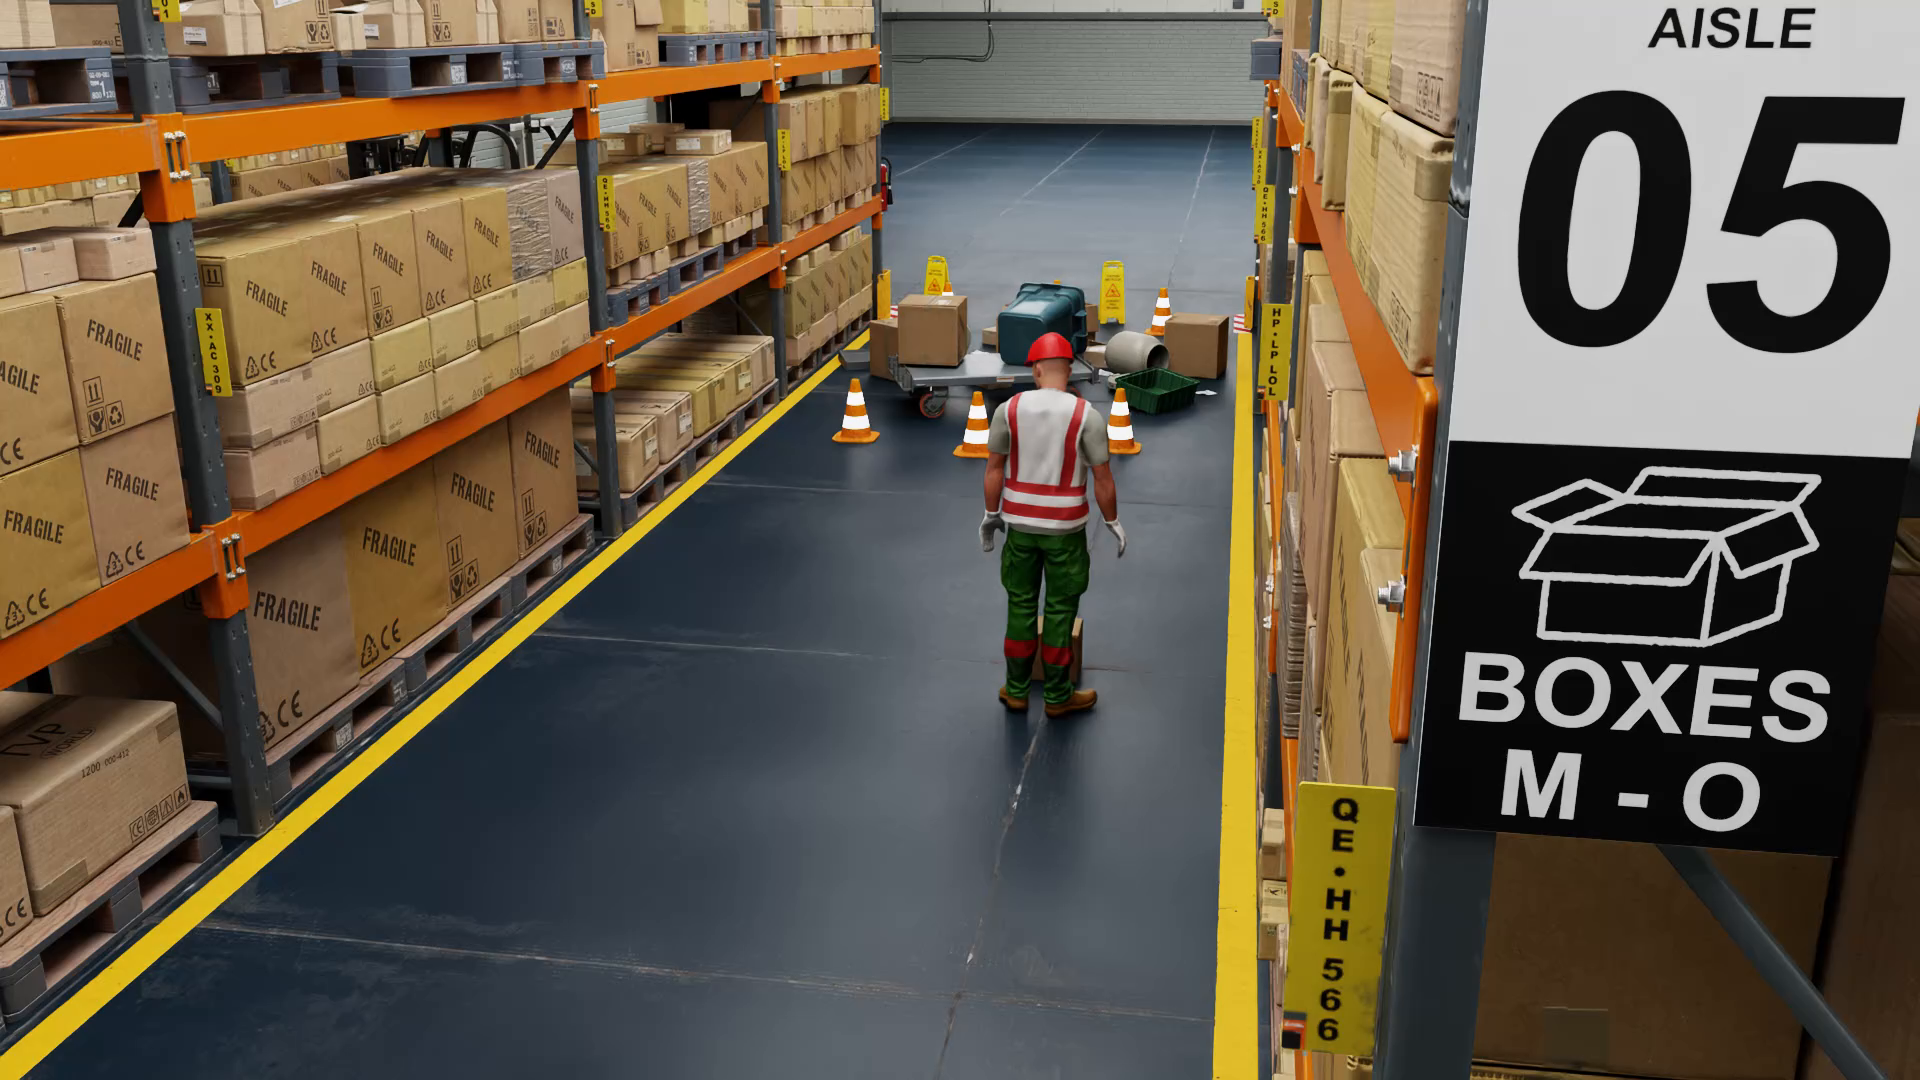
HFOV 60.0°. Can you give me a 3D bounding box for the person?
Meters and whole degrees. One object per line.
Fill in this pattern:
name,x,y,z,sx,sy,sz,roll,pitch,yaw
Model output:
person,0.428,-0.052,7.660,0.658,1.793,0.386,7,19,20
